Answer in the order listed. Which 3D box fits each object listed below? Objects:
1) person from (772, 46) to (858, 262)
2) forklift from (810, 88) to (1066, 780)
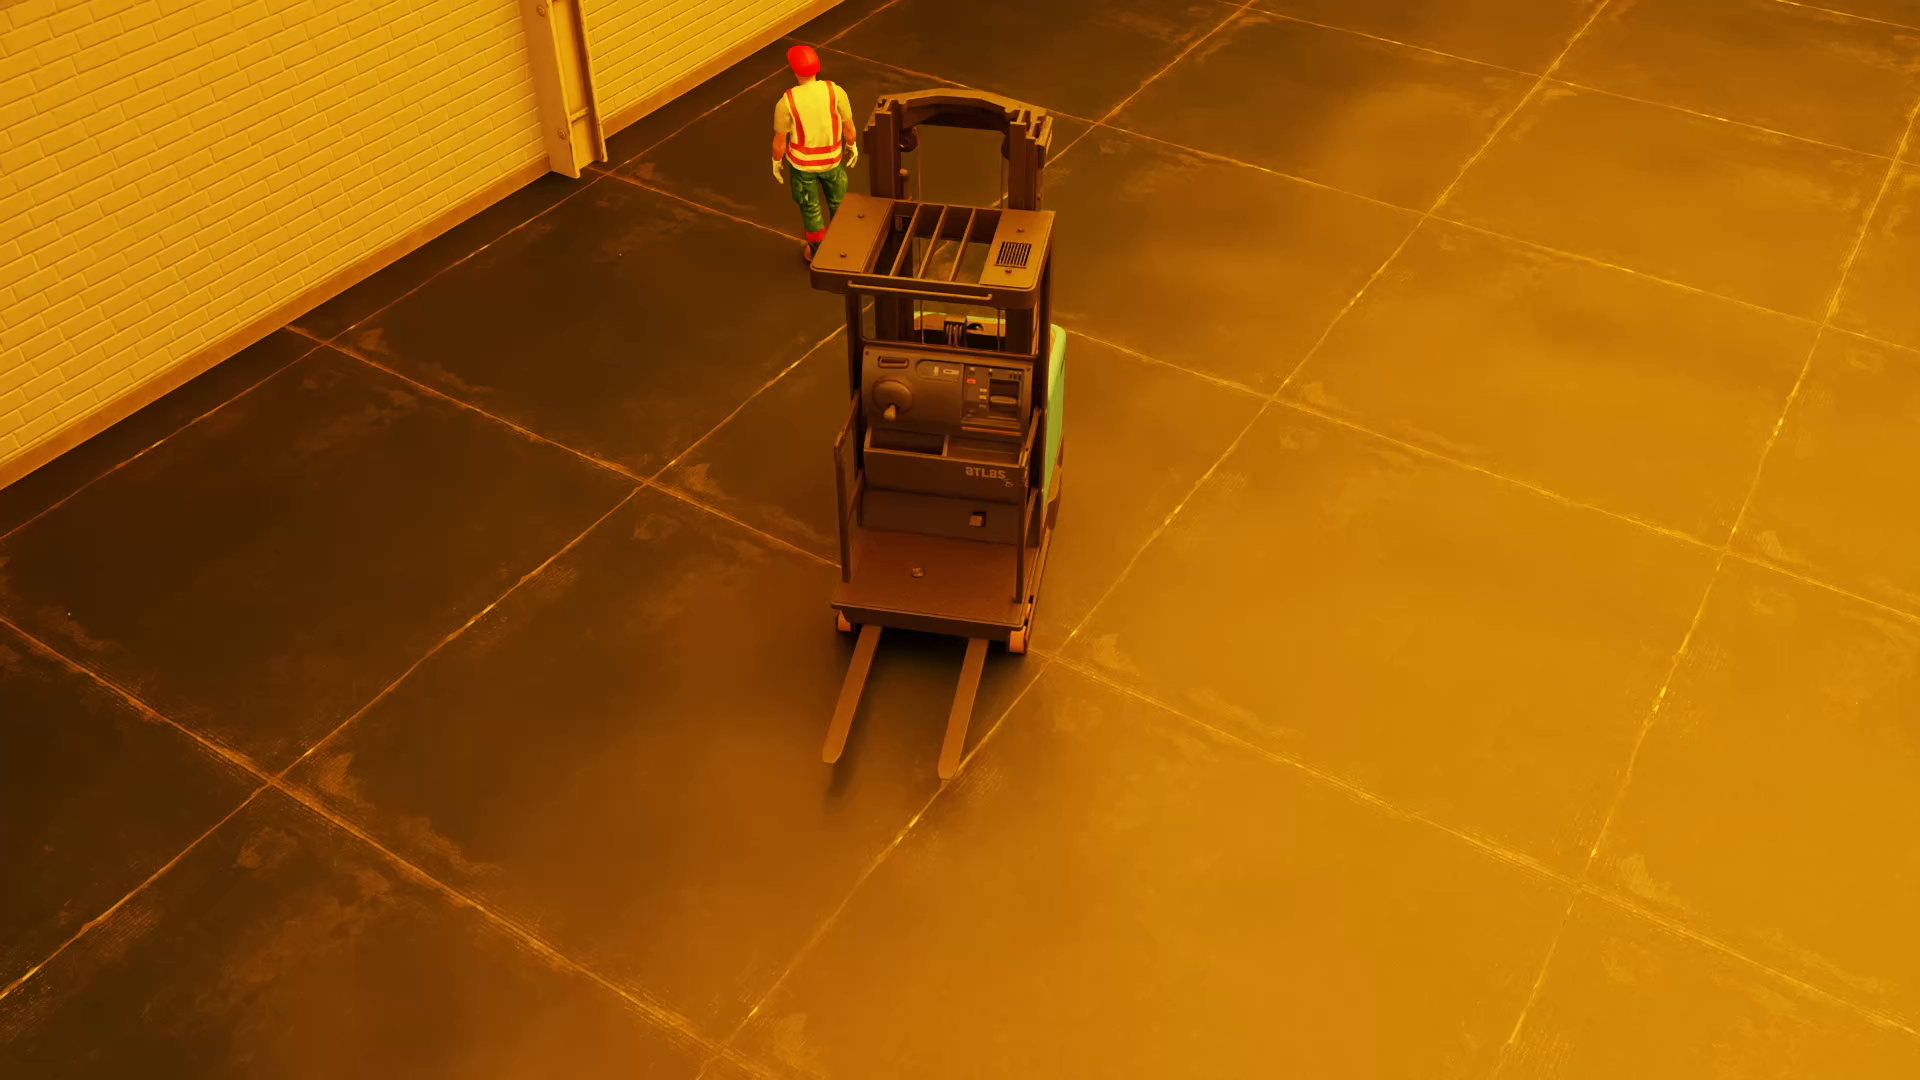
[{"bbox_3d":[-1.070,-2.817,12.167,0.638,1.782,0.564,-11,41,-13],"label":"person"},{"bbox_3d":[-0.108,-0.731,8.830,1.130,2.935,3.031,7,41,8],"label":"forklift"}]
